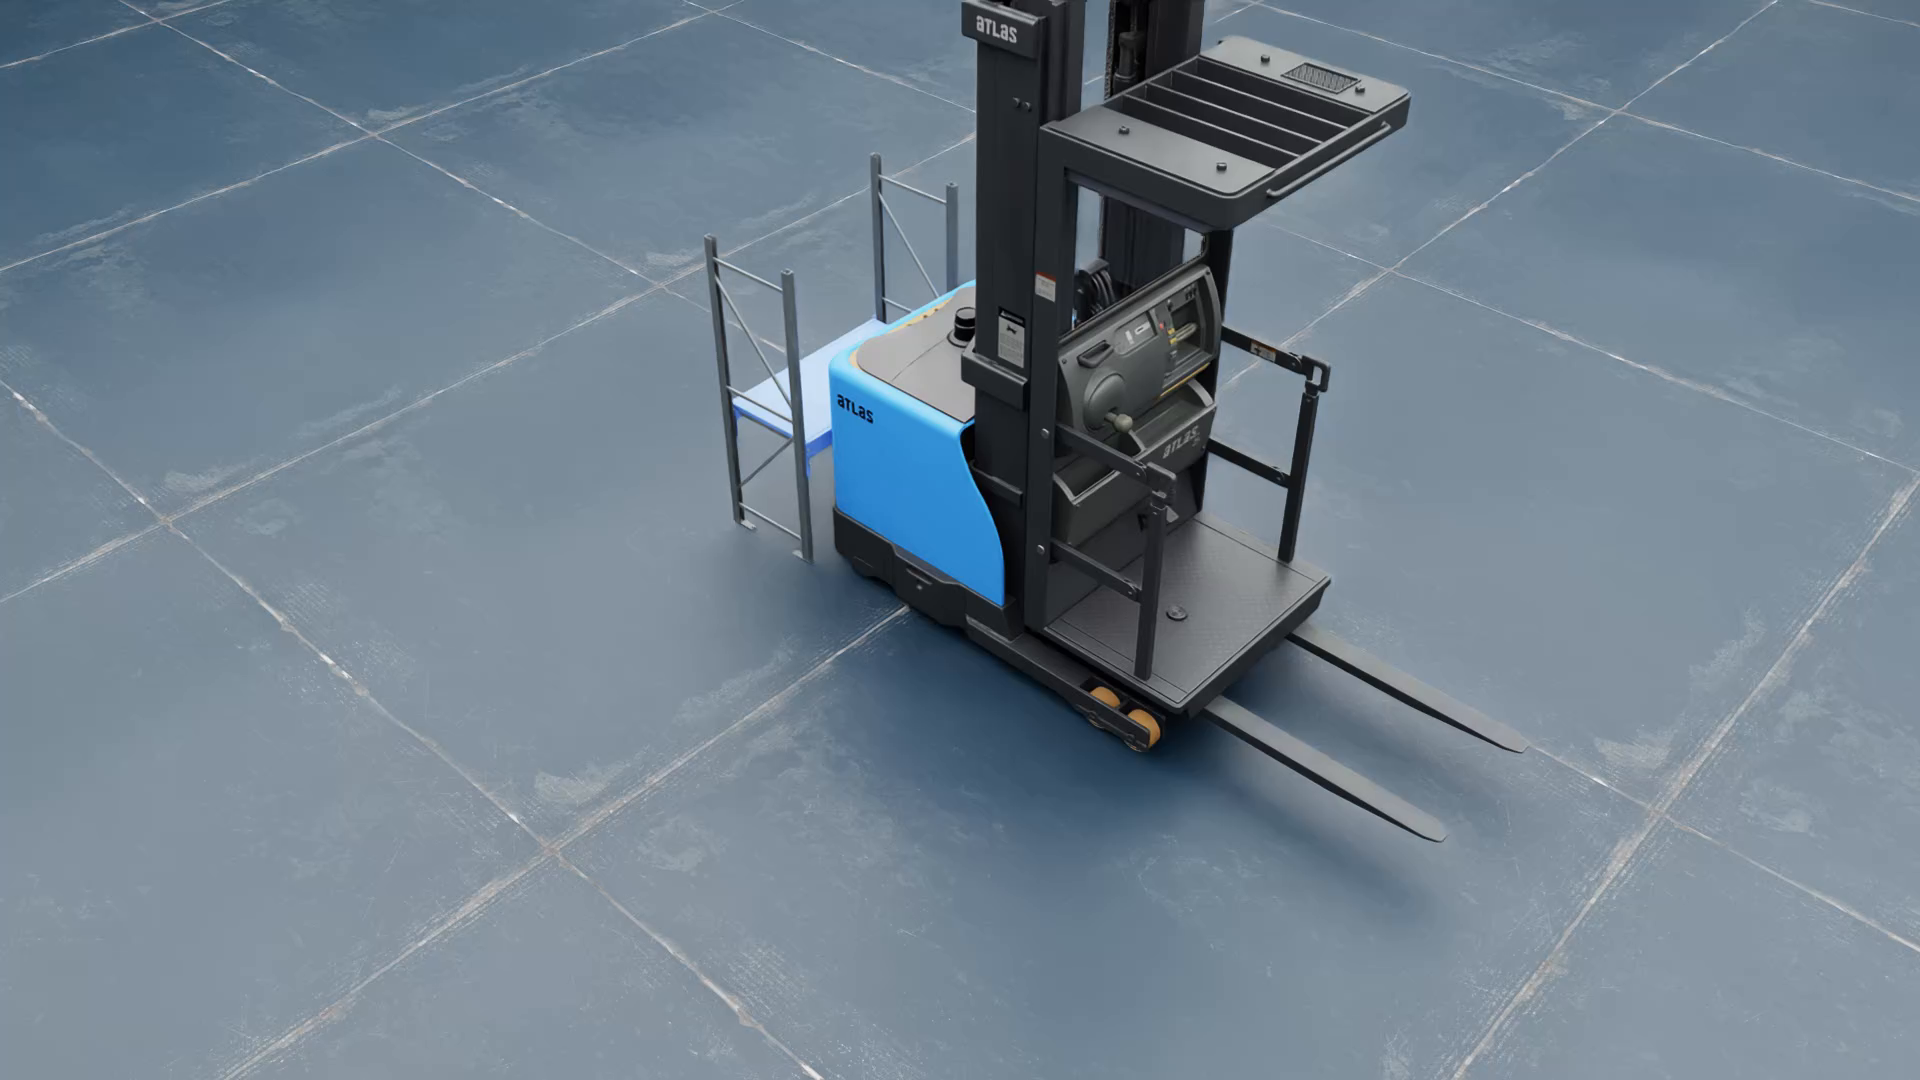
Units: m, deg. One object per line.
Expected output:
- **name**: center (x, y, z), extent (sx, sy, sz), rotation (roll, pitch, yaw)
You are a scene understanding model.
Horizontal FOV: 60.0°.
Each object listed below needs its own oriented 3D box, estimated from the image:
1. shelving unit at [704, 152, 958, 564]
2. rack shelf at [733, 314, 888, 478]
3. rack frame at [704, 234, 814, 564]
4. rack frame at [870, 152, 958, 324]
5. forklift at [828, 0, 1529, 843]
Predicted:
- **shelving unit**: center (-0.540, -0.826, 7.584), extent (0.538, 1.500, 1.048), rotation (28, 46, 31)
- **rack shelf**: center (-0.540, -0.685, 7.696), extent (0.538, 0.185, 1.000), rotation (28, 46, 31)
- **rack frame**: center (-0.870, -0.586, 7.282), extent (0.500, 1.500, 0.032), rotation (28, 46, 31)
- **rack frame**: center (-0.210, -1.067, 7.887), extent (0.500, 1.500, 0.032), rotation (28, 46, 31)
- **forklift**: center (0.853, -0.670, 6.237), extent (3.031, 2.935, 1.130), rotation (30, 47, 32)
